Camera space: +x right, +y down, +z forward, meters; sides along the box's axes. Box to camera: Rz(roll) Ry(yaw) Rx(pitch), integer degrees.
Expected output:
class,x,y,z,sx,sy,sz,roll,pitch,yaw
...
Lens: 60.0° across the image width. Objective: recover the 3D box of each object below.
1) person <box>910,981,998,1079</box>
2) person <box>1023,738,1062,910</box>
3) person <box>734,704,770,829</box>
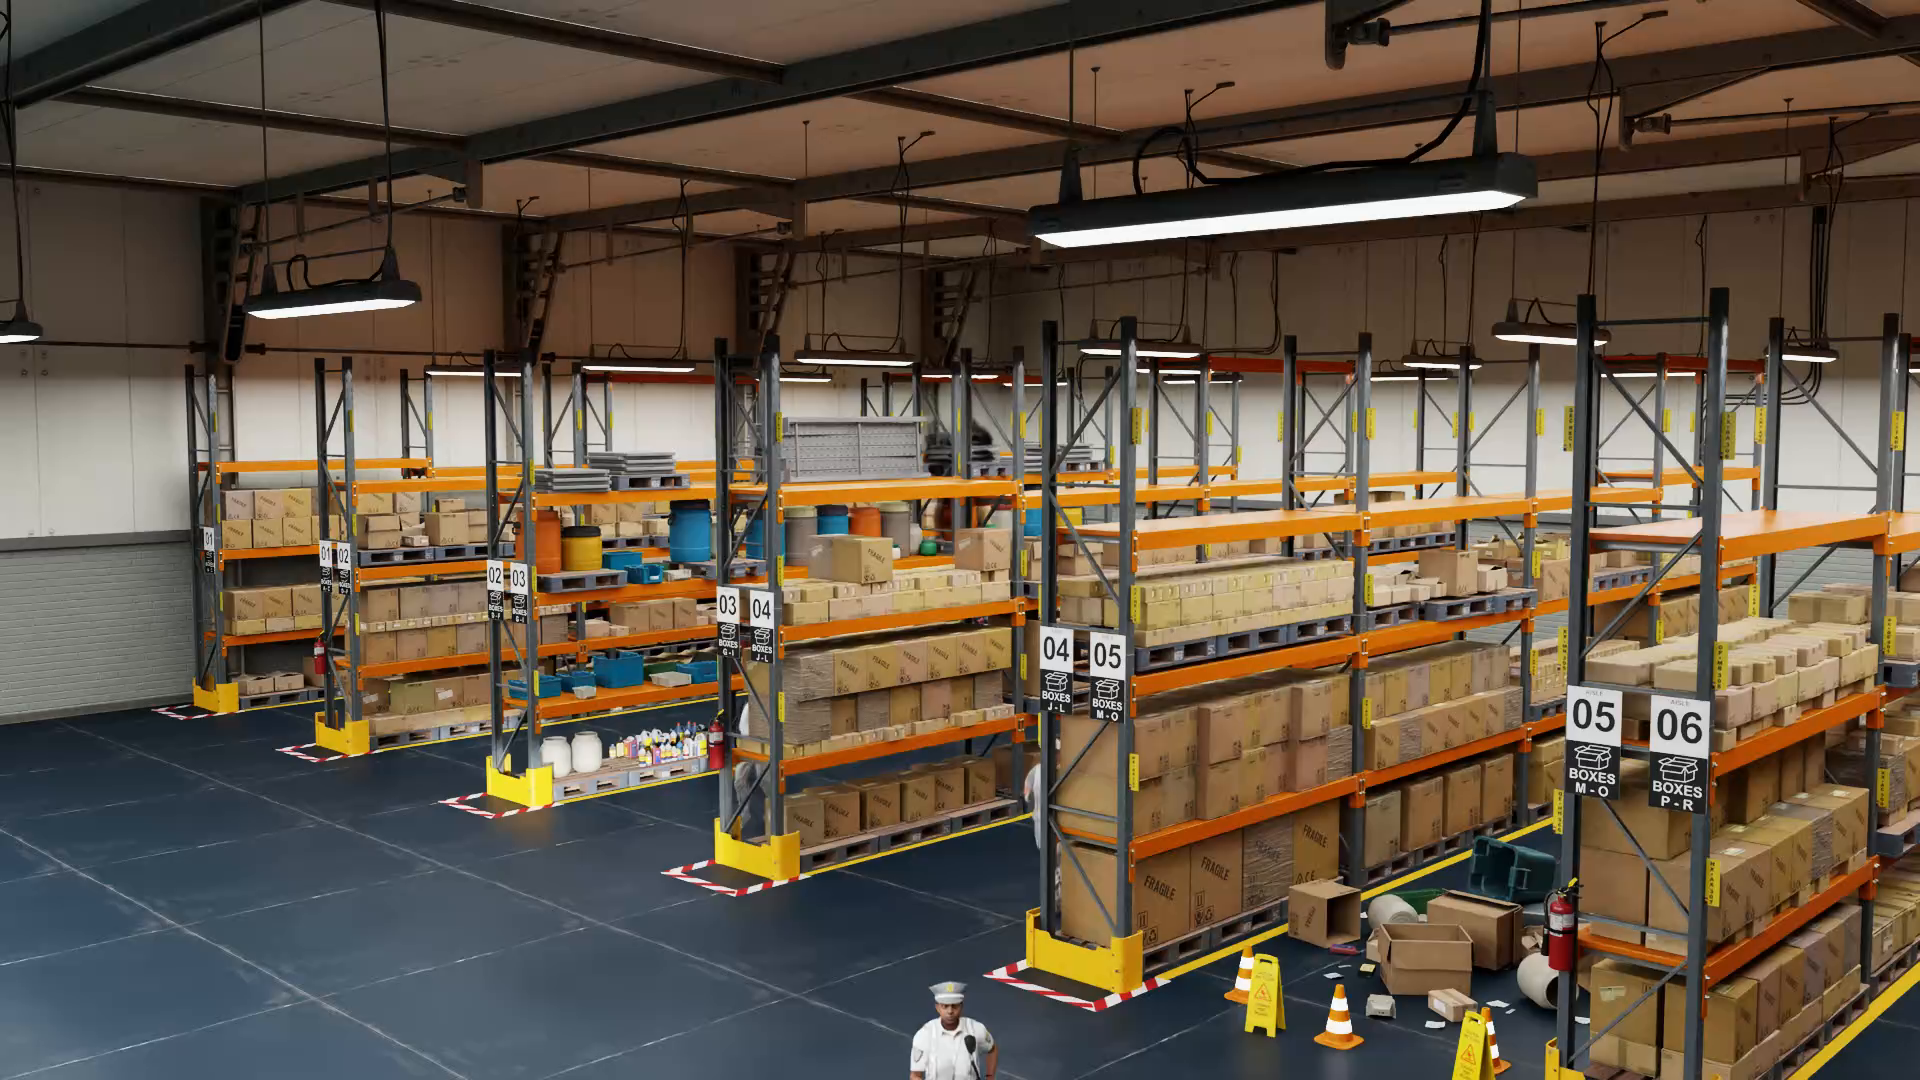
class,x,y,z,sx,sy,sz,roll,pitch,yaw
person,-0.036,3.544,10.227,0.544,1.697,0.688,0,4,1
person,0.953,2.954,17.194,0.643,1.845,0.774,3,6,38
person,-2.543,2.692,20.692,0.670,1.843,0.743,3,5,36
